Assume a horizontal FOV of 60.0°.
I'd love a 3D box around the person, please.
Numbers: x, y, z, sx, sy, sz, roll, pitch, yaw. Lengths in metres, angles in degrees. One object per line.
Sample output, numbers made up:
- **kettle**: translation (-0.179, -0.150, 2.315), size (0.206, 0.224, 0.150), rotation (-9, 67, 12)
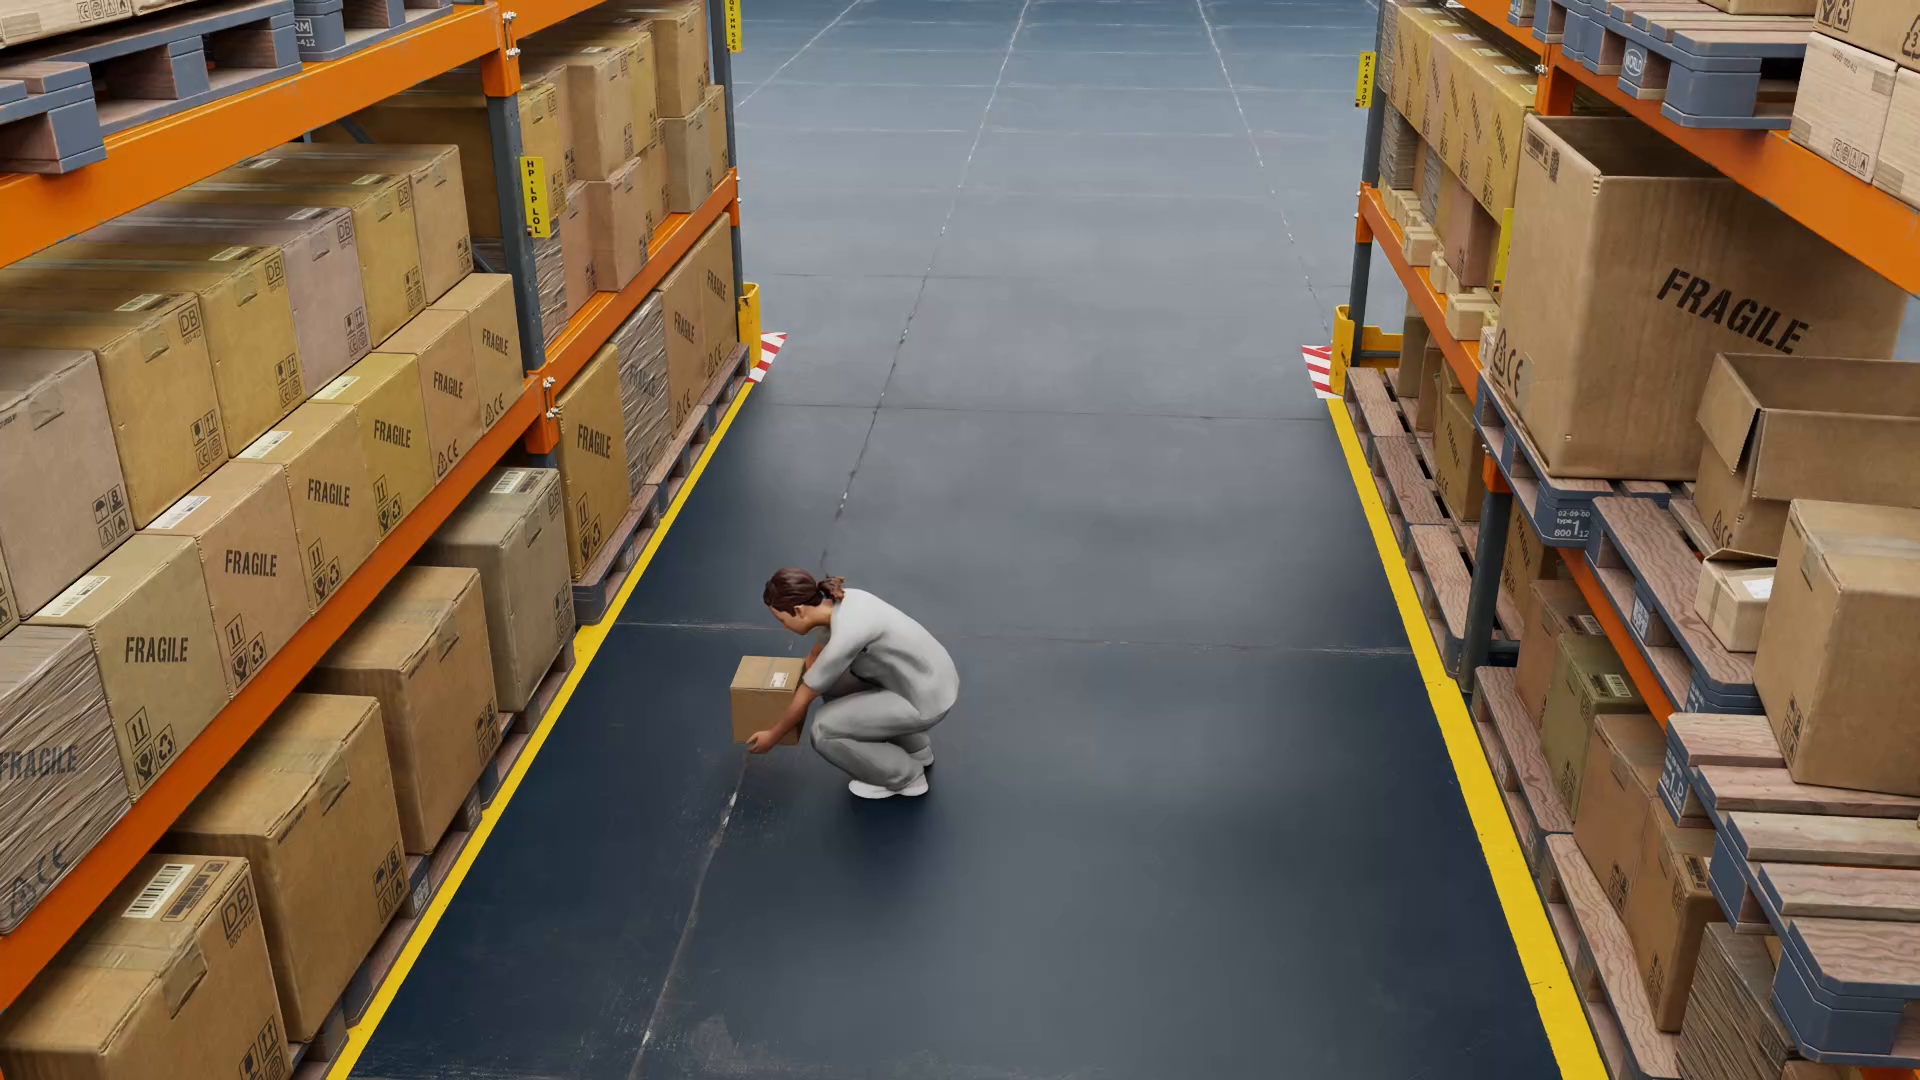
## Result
- **person**: translation (-0.410, 0.515, 6.384), size (0.811, 0.931, 0.484), rotation (2, 25, 4)
